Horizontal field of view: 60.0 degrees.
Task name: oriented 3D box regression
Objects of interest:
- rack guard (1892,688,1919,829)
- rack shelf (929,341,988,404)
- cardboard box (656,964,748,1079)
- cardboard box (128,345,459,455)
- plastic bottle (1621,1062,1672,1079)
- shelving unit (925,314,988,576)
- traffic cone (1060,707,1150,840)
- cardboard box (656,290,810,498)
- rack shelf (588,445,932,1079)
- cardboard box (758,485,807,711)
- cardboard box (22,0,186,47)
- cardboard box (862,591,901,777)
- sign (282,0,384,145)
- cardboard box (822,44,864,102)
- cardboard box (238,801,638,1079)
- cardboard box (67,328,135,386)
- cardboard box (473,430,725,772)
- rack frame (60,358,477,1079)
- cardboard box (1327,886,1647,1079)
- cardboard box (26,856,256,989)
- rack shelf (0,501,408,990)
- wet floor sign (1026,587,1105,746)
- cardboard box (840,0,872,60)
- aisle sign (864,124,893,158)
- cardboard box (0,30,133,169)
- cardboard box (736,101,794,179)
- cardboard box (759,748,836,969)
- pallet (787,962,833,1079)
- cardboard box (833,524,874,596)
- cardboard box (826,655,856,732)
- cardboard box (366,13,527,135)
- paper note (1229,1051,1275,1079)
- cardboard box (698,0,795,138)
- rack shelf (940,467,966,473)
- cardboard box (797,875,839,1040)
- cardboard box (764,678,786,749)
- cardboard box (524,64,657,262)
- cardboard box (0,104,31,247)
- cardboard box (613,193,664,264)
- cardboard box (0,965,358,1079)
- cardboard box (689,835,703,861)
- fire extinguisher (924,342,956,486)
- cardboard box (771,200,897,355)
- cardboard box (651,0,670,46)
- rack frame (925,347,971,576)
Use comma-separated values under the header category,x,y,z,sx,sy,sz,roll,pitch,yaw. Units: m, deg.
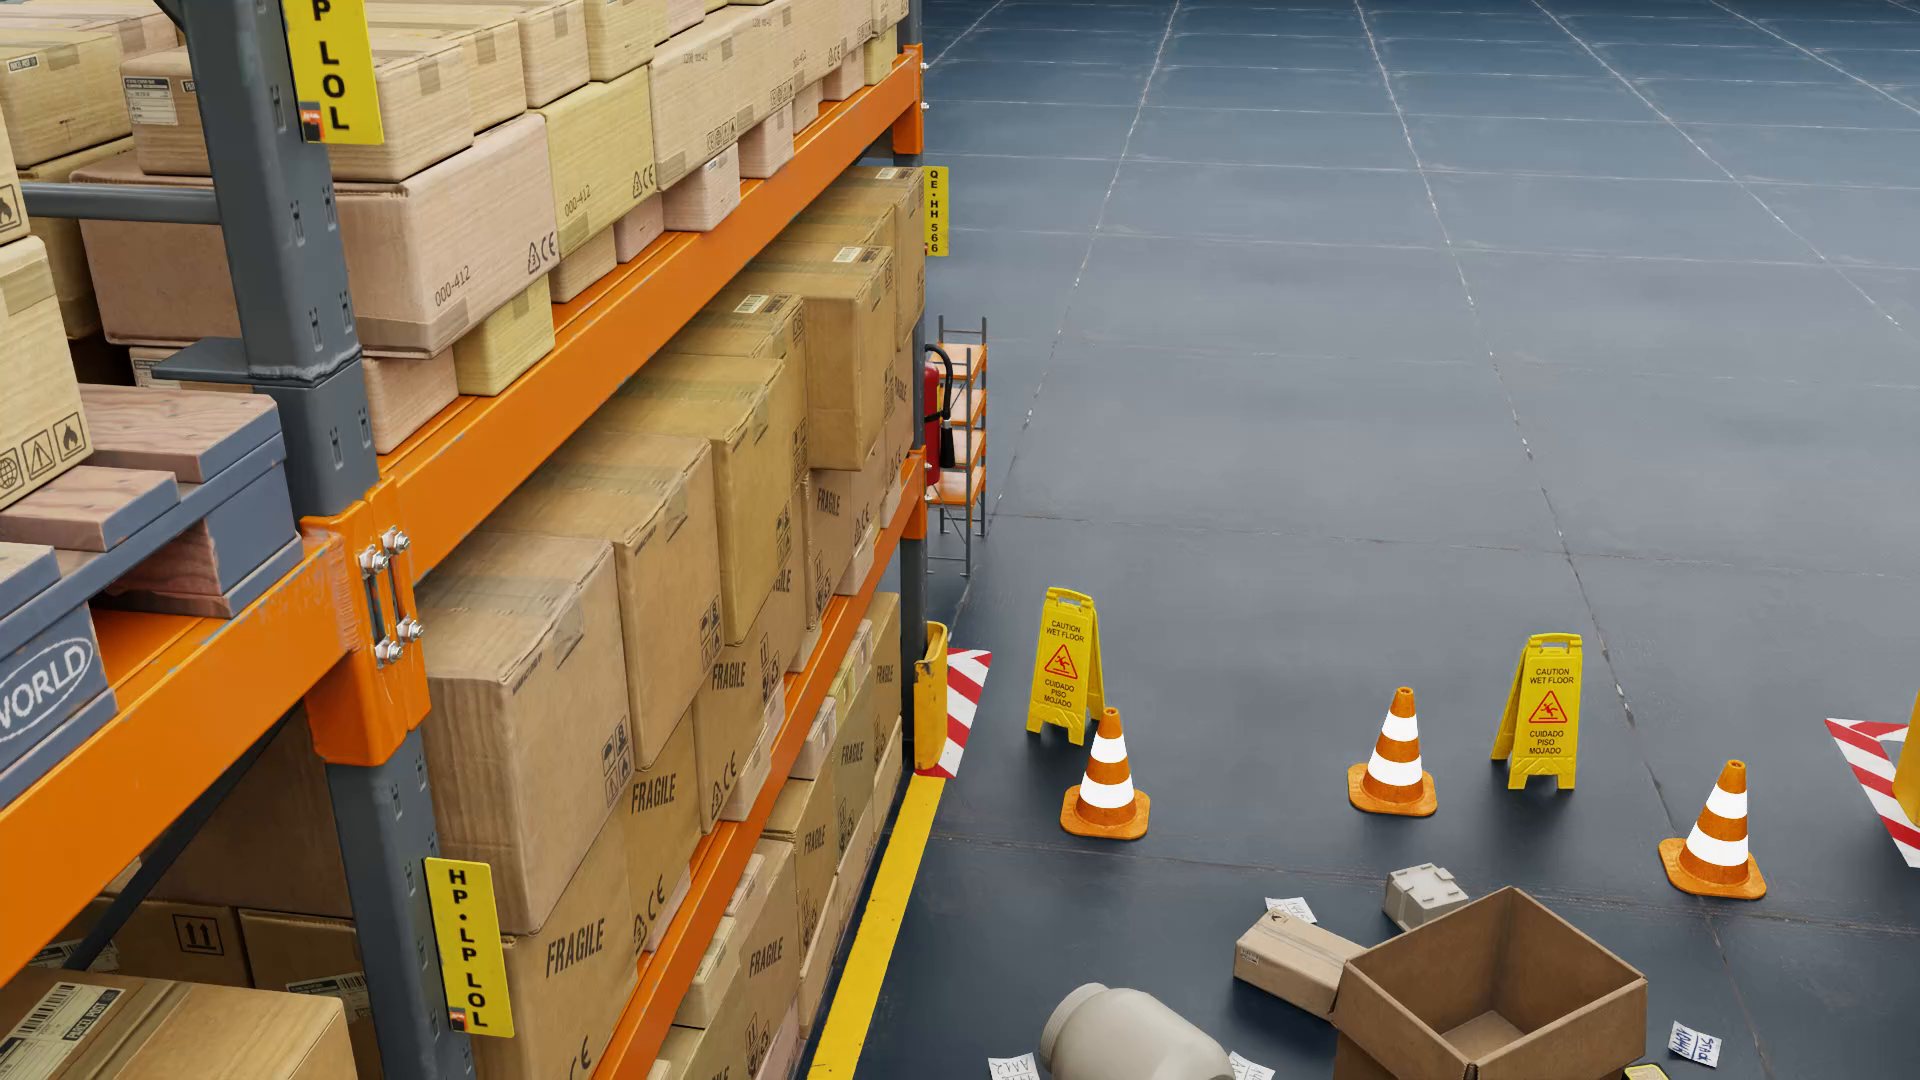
category,x,y,z,sx,sy,sz,roll,pitch,yaw
rack guard,4.268,0.858,6.327,1.175,0.500,0.348,4,25,9
rack shelf,-0.027,-0.830,8.181,0.258,0.148,0.480,4,25,9
cardboard box,-0.851,1.371,4.146,0.500,0.500,0.500,5,26,11
cardboard box,-0.994,-0.251,2.506,0.380,0.149,0.250,4,25,8
plastic bottle,2.128,1.705,5.035,0.133,0.061,0.283,-5,25,-10
shelving unit,-0.027,-0.474,8.348,0.258,1.200,0.503,4,25,9
traffic cone,0.566,0.854,6.381,0.336,0.463,0.334,4,25,9
cardboard box,-0.794,-0.338,4.286,0.700,0.500,0.500,4,25,8
rack shelf,-0.963,0.598,4.783,1.077,0.370,4.000,4,25,9
cardboard box,-0.726,0.130,4.465,0.500,0.500,0.500,4,25,9
cardboard box,-1.356,-0.862,2.871,0.380,0.149,0.250,5,25,10
cardboard box,-0.510,0.504,5.998,0.500,0.500,0.500,4,25,9
sign,-0.741,-0.626,1.936,0.100,0.325,0.005,4,25,9
cardboard box,-0.504,-1.426,5.015,0.380,0.149,0.250,5,26,10
cardboard box,-0.943,0.764,3.111,0.500,0.500,0.500,4,25,8
cardboard box,-1.539,-0.290,2.589,0.380,0.149,0.250,4,25,9
cardboard box,-0.899,0.094,3.362,0.700,0.500,0.500,4,25,9
rack frame,-1.290,1.108,2.844,1.000,3.000,0.127,4,25,9
cardboard box,1.575,1.476,5.003,0.797,0.503,0.637,-14,29,-27
cardboard box,-1.462,0.725,3.193,0.500,0.500,0.500,3,25,7
rack shelf,-1.616,0.912,0.573,1.077,0.370,4.000,4,25,9
wet floor sign,0.451,0.496,6.928,0.267,0.644,0.232,13,28,26
cardboard box,-0.550,-1.548,4.806,0.500,0.250,0.500,4,25,8
aisle sign,-0.340,-1.748,5.879,0.394,0.787,0.004,4,25,9
cardboard box,-1.453,-0.645,2.408,0.380,0.149,0.250,5,25,10
cardboard box,-0.625,-0.995,4.096,0.380,0.149,0.250,4,25,8
cardboard box,-0.681,0.933,5.082,0.500,0.500,0.500,3,25,7
pallet,-1.018,1.576,5.134,1.003,0.211,1.213,4,25,9
cardboard box,-0.493,0.050,5.402,0.380,0.149,0.250,4,25,9
cardboard box,-0.548,0.473,5.299,0.380,0.149,0.250,4,25,9
cardboard box,-0.902,-0.717,2.562,0.380,0.149,0.250,5,26,10
paper note,0.887,1.663,5.174,0.148,0.019,0.142,13,28,26
cardboard box,-0.697,-1.118,3.889,0.500,0.250,0.500,4,25,9
rack shelf,-0.027,-0.439,8.364,0.199,0.029,0.442,4,25,9
cardboard box,-0.675,1.283,5.220,0.500,0.250,0.500,3,25,7
cardboard box,-0.690,0.471,4.502,0.380,0.149,0.250,4,25,8
cardboard box,-0.872,-0.698,2.991,0.500,0.250,0.500,4,25,8
cardboard box,-1.259,-0.348,1.508,0.500,0.250,0.500,5,25,10
cardboard box,-0.833,-0.680,3.422,0.380,0.149,0.250,3,25,7
cardboard box,-1.139,0.947,2.224,0.500,0.500,0.500,4,25,8
cardboard box,-0.831,0.675,4.065,0.380,0.149,0.250,4,25,8
fire extinguisher,-0.163,-0.545,6.468,0.296,0.674,0.183,4,25,9
cardboard box,-0.594,-0.758,5.182,0.700,0.500,0.500,4,25,9
cardboard box,-0.790,-1.043,3.256,0.380,0.149,0.250,3,25,7
rack frame,-0.067,-0.372,8.130,0.240,1.200,0.015,4,25,9
